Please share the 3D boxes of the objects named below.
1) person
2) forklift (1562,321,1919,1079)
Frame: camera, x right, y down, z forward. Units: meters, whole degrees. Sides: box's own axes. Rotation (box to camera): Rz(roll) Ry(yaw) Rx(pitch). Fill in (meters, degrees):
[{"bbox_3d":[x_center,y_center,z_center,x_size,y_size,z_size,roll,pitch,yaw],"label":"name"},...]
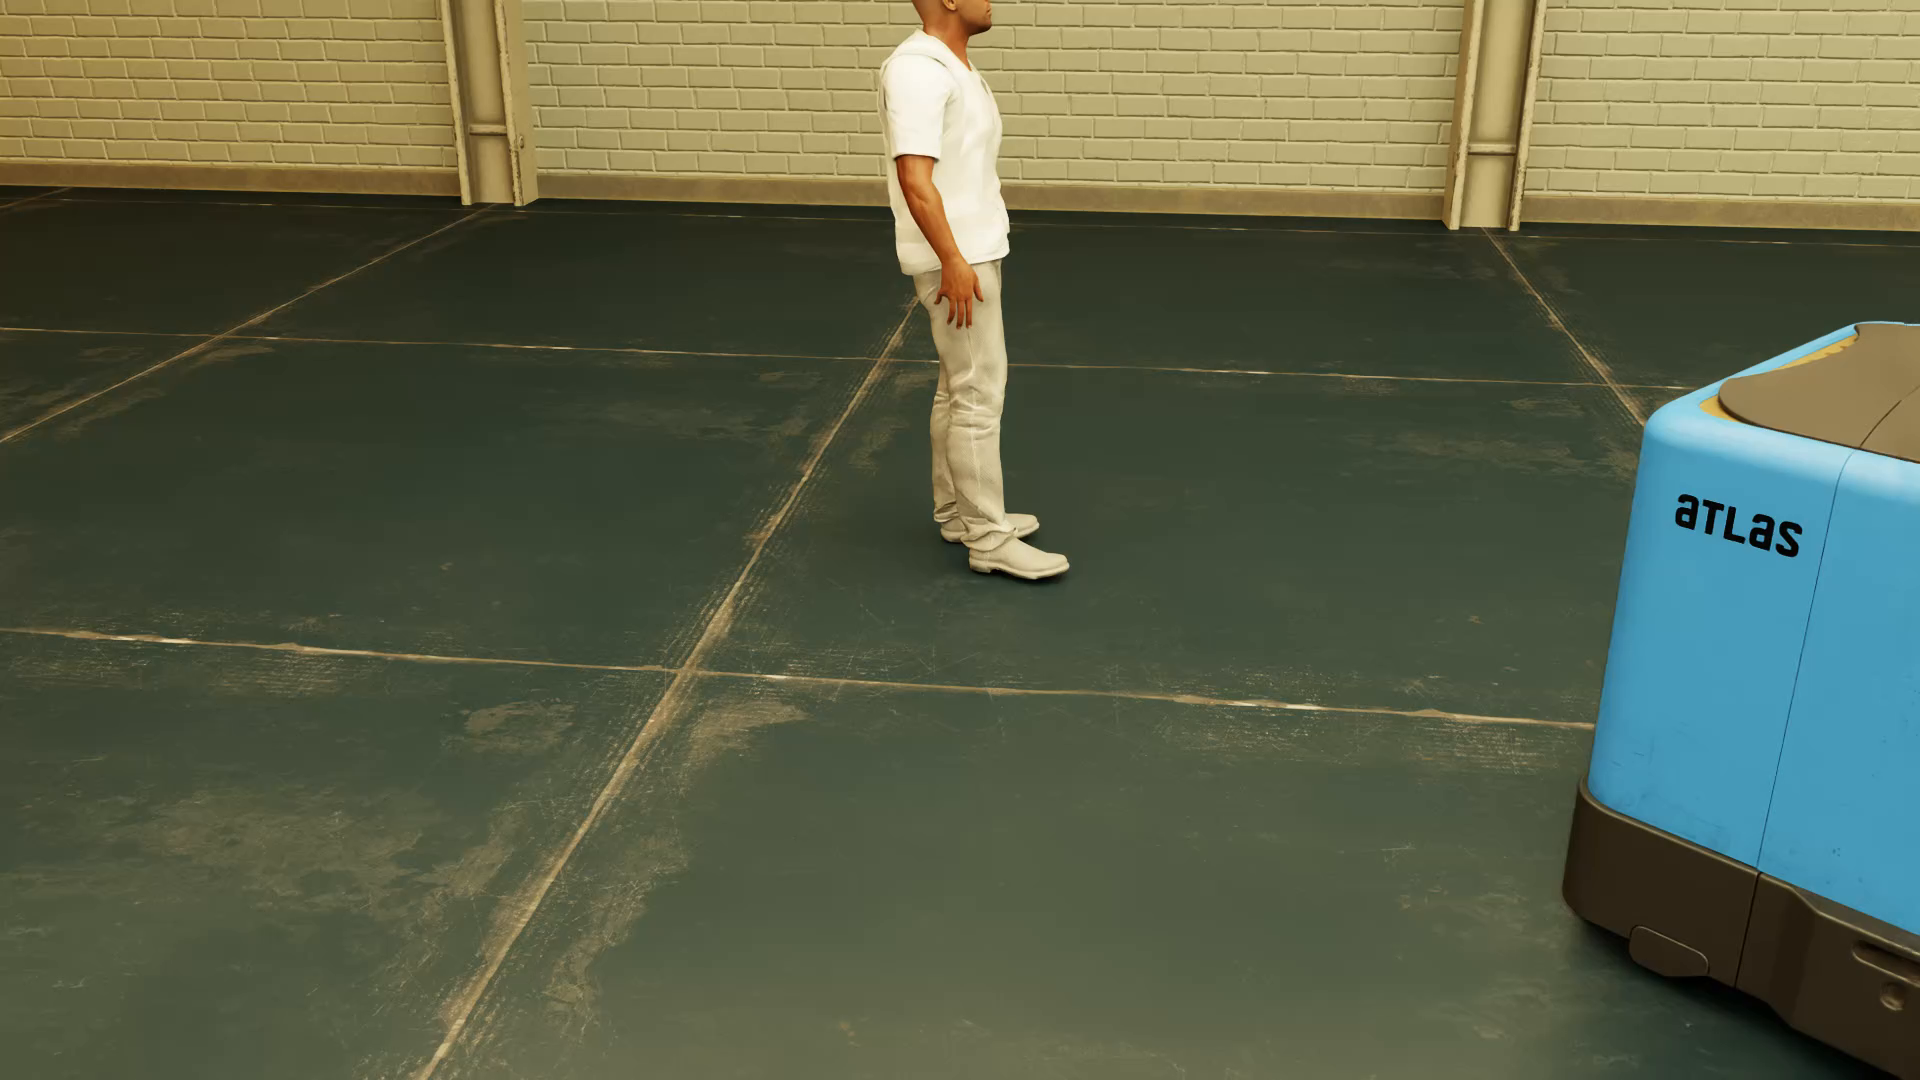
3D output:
[{"bbox_3d":[0.069,-0.821,4.832,0.575,1.768,0.666,3,22,7],"label":"person"},{"bbox_3d":[2.544,-0.308,2.017,1.130,2.935,3.031,-19,29,-39],"label":"forklift"}]
